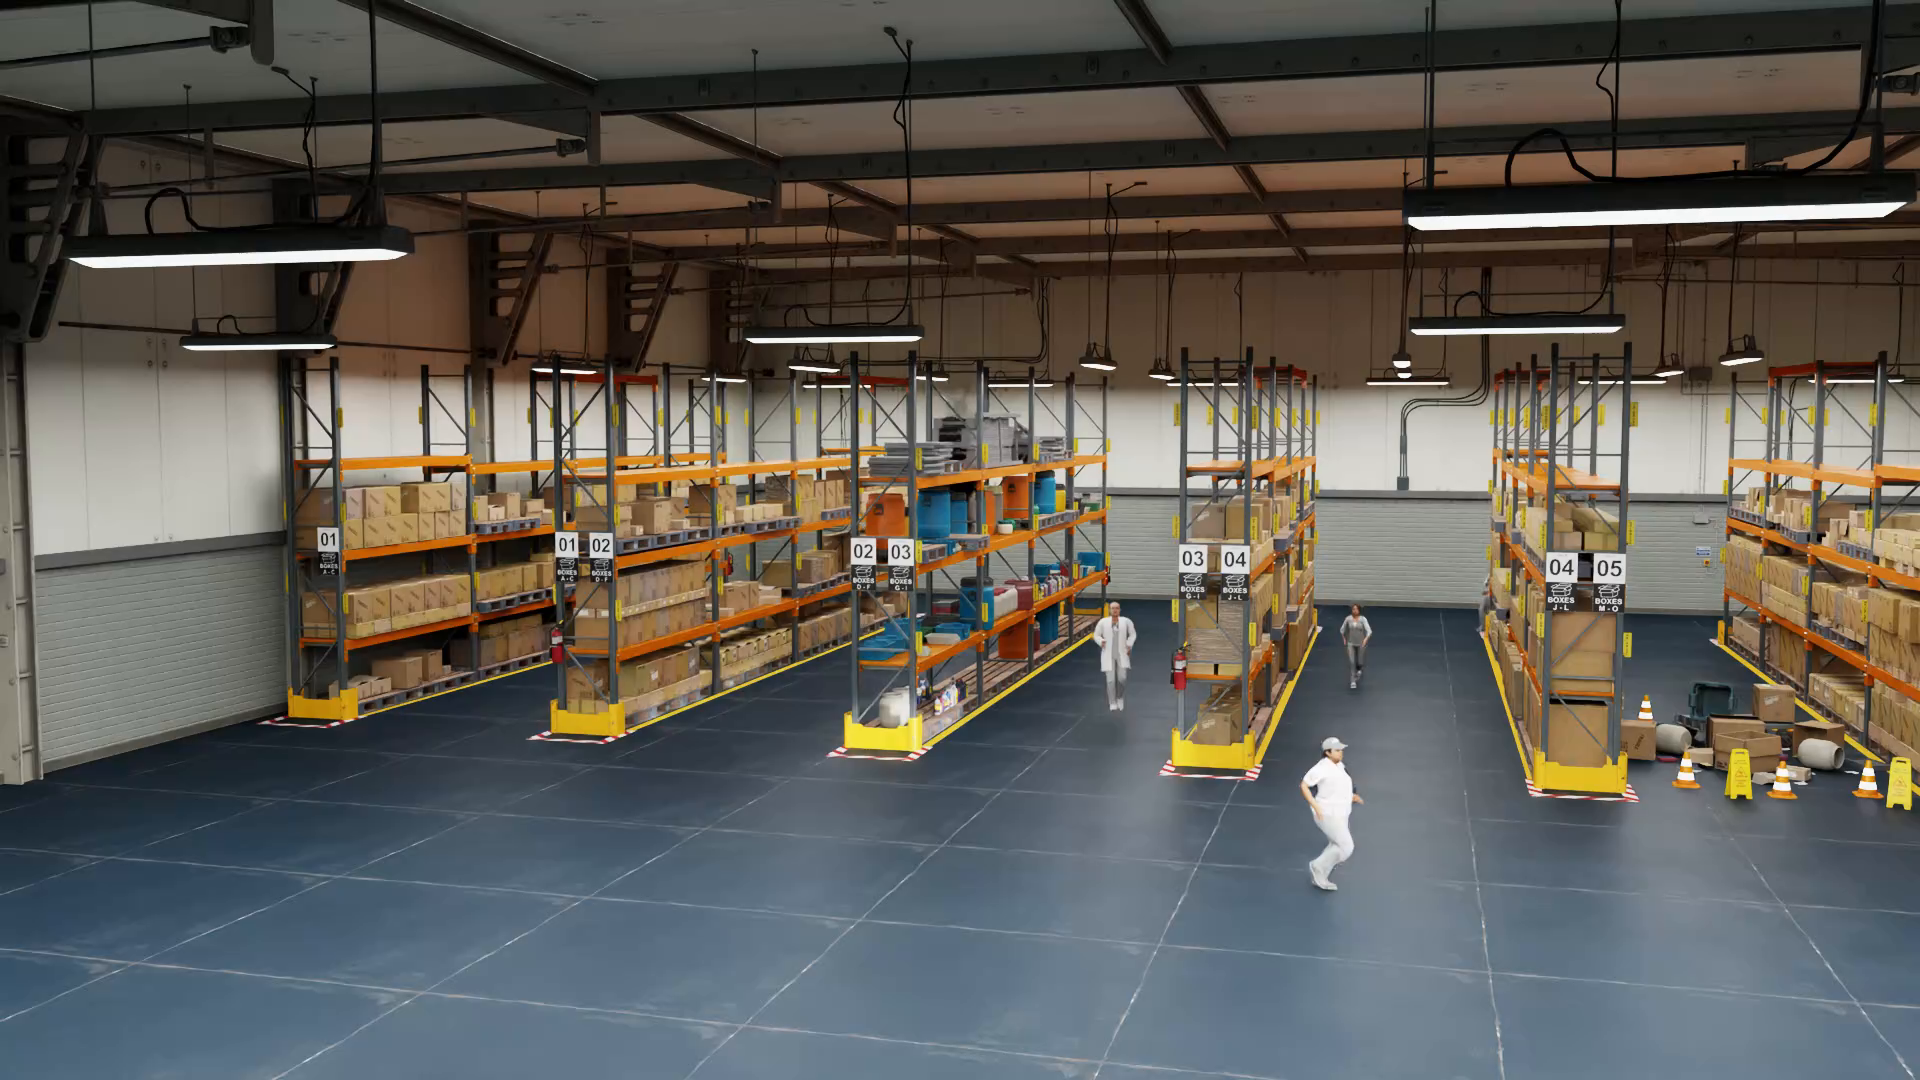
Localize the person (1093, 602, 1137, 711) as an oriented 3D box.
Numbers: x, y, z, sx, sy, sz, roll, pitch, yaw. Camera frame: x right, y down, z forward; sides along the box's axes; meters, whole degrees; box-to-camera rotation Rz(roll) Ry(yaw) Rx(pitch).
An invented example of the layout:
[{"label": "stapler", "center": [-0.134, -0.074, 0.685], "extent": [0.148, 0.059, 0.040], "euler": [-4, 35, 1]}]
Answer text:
[{"label": "person", "center": [2.498, 1.887, 26.746], "extent": [0.703, 1.770, 0.616], "euler": [0, 4, 3]}]

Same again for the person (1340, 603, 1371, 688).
[{"label": "person", "center": [7.354, 1.950, 30.941], "extent": [0.575, 1.557, 0.678], "euler": [1, 4, 16]}]

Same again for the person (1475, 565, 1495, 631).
[{"label": "person", "center": [12.504, 1.339, 38.981], "extent": [0.714, 1.672, 0.616], "euler": [0, 4, 2]}]

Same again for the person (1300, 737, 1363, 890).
[{"label": "person", "center": [3.960, 2.898, 17.523], "extent": [0.575, 1.629, 0.592], "euler": [3, 5, 39]}]
